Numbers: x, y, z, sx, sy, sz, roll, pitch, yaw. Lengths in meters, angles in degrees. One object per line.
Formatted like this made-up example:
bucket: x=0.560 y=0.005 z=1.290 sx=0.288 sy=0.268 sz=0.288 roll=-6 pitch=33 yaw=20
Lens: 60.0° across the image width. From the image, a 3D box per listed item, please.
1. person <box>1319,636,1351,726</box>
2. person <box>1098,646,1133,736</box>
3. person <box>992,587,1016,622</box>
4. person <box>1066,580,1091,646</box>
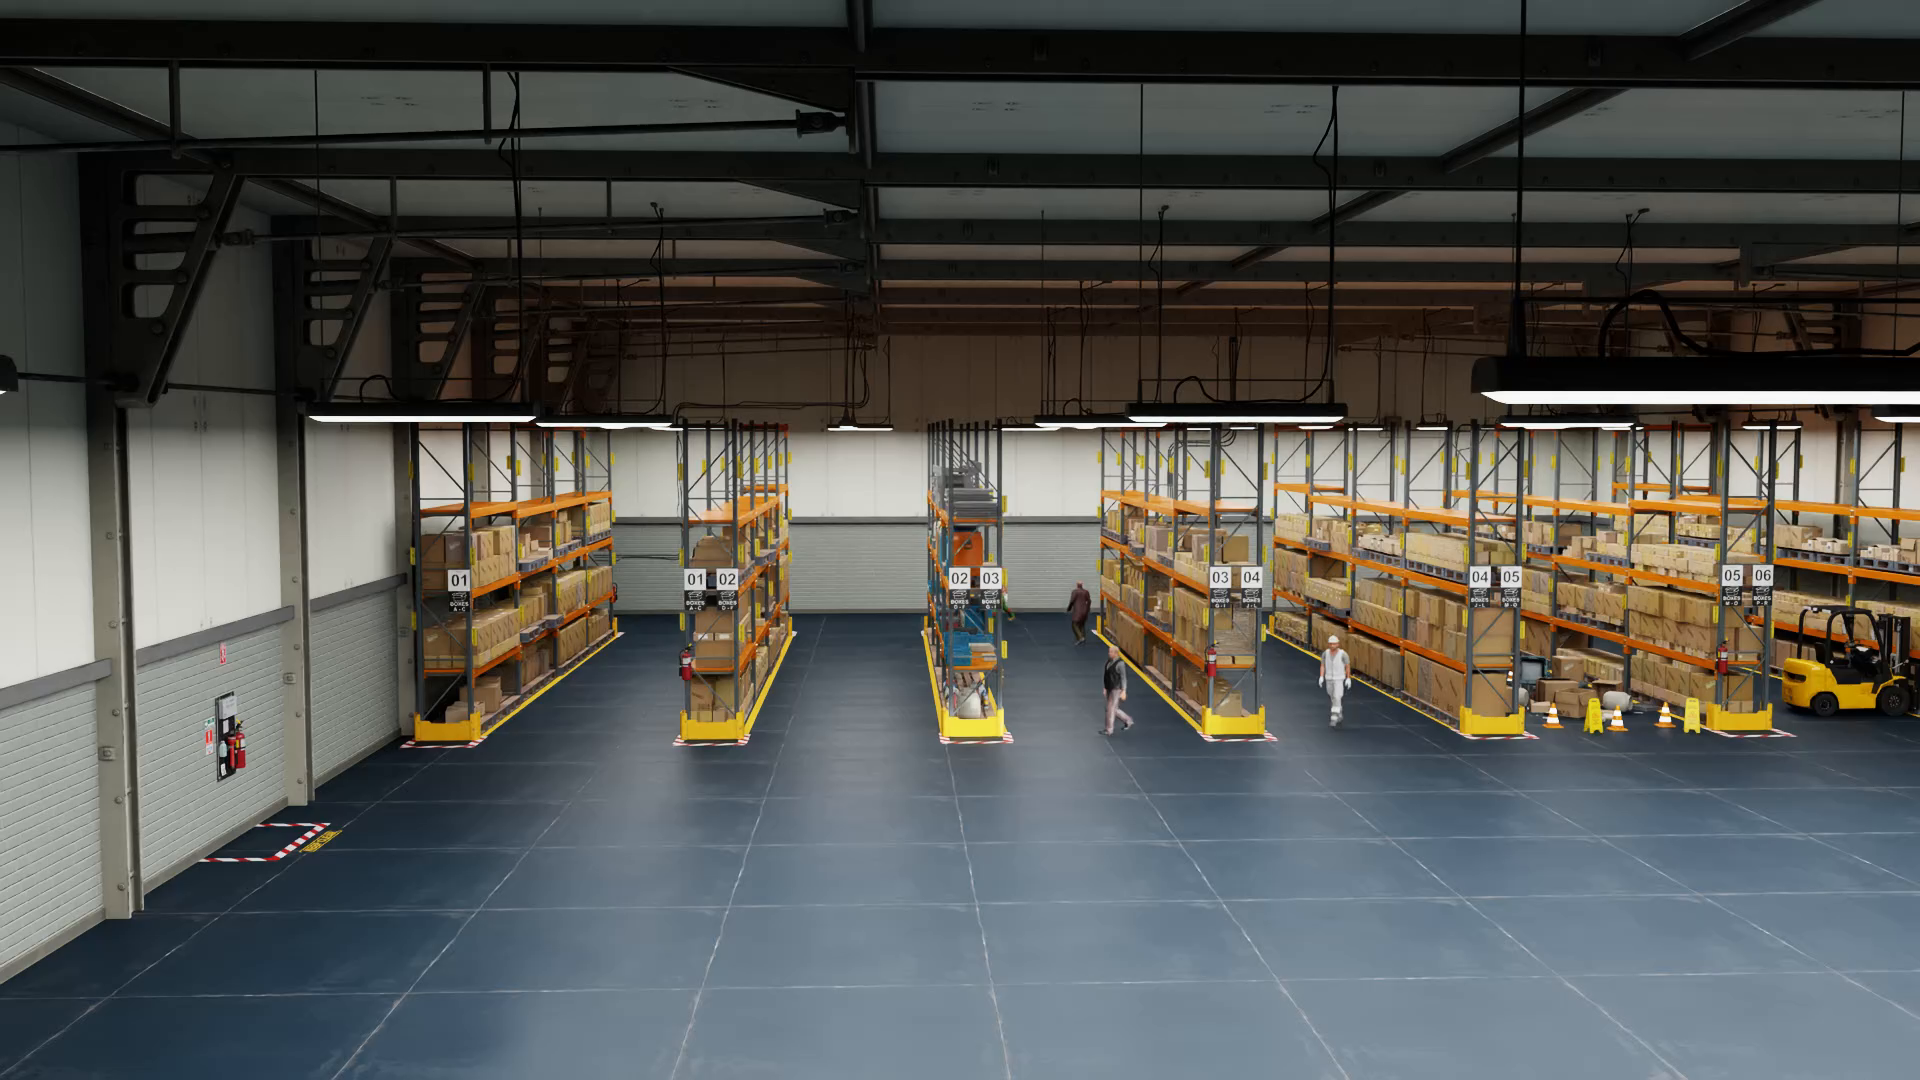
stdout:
person: x=7.306 y=2.739 z=32.521 sx=0.563 sy=1.735 sz=0.993 roll=3 pitch=5 yaw=38
person: x=2.963 y=2.950 z=31.643 sx=0.868 sy=1.514 sz=0.565 roll=-2 pitch=4 yaw=-24
person: x=1.206 y=1.640 z=50.117 sx=1.045 sy=1.751 sz=0.513 roll=-1 pitch=4 yaw=-16
person: x=3.280 y=1.973 z=45.017 sx=0.657 sy=1.760 sz=0.668 roll=-2 pitch=4 yaw=-28
